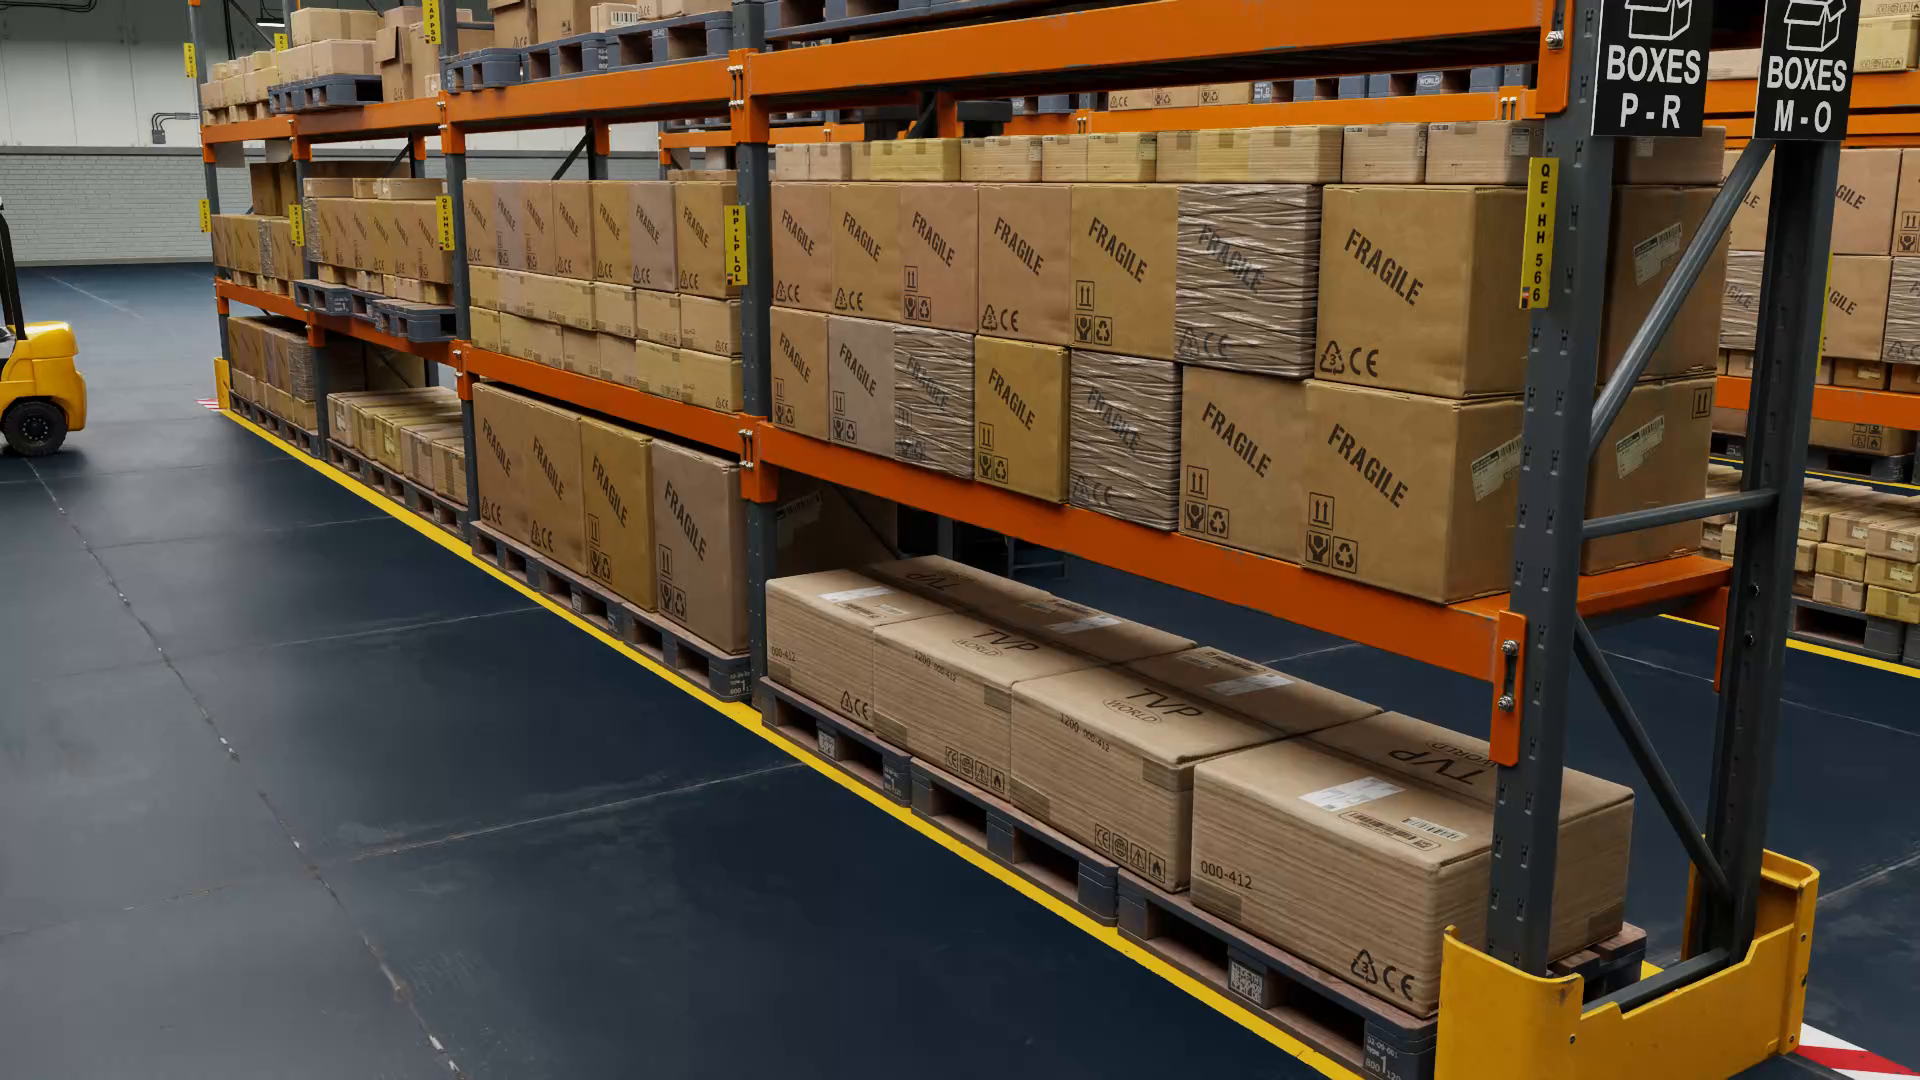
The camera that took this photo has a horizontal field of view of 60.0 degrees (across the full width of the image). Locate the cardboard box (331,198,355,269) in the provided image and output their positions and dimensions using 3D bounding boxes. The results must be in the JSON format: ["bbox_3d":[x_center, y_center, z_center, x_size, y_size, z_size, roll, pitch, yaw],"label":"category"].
[{"bbox_3d":[-4.353,-2.291,12.402,0.500,0.500,0.500,-8,15,-33],"label":"cardboard box"}]

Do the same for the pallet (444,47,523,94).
[{"bbox_3d":[-2.298,-2.741,9.794,1.213,0.211,1.003,-7,14,-30],"label":"pallet"}]

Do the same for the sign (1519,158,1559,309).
[{"bbox_3d":[1.274,-0.673,3.652,0.100,0.325,0.005,-8,15,-33],"label":"sign"}]

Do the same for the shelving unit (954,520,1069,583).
[{"bbox_3d":[0.304,-0.557,9.898,0.431,1.500,0.755,-6,14,-24],"label":"shelving unit"}]

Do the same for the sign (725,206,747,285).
[{"bbox_3d":[-0.929,-1.226,6.920,0.100,0.325,0.005,-8,15,-33],"label":"sign"}]

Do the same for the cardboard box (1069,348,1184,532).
[{"bbox_3d":[0.688,-0.338,5.151,0.500,0.500,0.500,-8,14,-31],"label":"cardboard box"}]

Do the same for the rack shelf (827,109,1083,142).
[{"bbox_3d":[0.258,-3.549,14.734,1.077,0.370,4.000,-8,15,-33],"label":"rack shelf"}]

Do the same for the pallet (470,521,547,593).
[{"bbox_3d":[-2.324,0.035,10.205,1.003,0.211,1.213,-8,15,-33],"label":"pallet"}]

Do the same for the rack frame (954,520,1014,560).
[{"bbox_3d":[0.152,-0.628,10.223,0.400,1.500,0.023,-6,14,-24],"label":"rack frame"}]

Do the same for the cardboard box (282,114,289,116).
[{"bbox_3d":[-5.344,-3.550,13.640,0.380,0.149,0.250,-8,15,-32],"label":"cardboard box"}]

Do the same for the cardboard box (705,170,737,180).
[{"bbox_3d":[-2.314,-3.830,18.477,0.875,0.550,0.550,-8,15,-33],"label":"cardboard box"}]

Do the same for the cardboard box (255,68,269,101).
[{"bbox_3d":[-5.664,-3.861,14.130,0.500,0.250,0.500,-8,15,-34],"label":"cardboard box"}]

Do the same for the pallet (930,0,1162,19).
[{"bbox_3d":[0.634,-1.823,5.363,1.003,0.211,1.213,-8,15,-33],"label":"pallet"}]

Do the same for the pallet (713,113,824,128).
[{"bbox_3d":[-1.966,-4.577,17.955,1.003,0.211,1.213,-8,15,-33],"label":"pallet"}]

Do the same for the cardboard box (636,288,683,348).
[{"bbox_3d":[-1.212,-1.073,7.928,0.500,0.250,0.500,-8,14,-31],"label":"cardboard box"}]

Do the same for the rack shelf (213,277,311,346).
[{"bbox_3d":[-6.023,-2.192,15.546,1.077,0.370,4.000,-8,15,-33],"label":"rack shelf"}]

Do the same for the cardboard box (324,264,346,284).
[{"bbox_3d":[-4.741,-2.089,12.996,0.380,0.149,0.250,-8,15,-32],"label":"cardboard box"}]

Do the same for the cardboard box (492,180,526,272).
[{"bbox_3d":[-2.346,-1.809,9.540,0.500,0.500,0.500,-8,15,-33],"label":"cardboard box"}]

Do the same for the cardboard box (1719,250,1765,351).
[{"bbox_3d":[4.176,-1.264,8.689,0.500,0.500,0.500,-8,15,-34],"label":"cardboard box"}]

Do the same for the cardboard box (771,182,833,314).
[{"bbox_3d":[-0.420,-1.188,6.701,0.500,0.500,0.500,-8,15,-32],"label":"cardboard box"}]

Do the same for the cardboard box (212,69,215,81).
[{"bbox_3d":[-7.104,-4.544,16.317,0.380,0.149,0.250,-8,15,-33],"label":"cardboard box"}]

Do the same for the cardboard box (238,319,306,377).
[{"bbox_3d":[-6.607,-1.854,16.017,0.500,0.500,0.500,-9,15,-35],"label":"cardboard box"}]

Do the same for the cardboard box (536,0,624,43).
[{"bbox_3d":[-1.992,-3.042,9.511,0.700,0.500,0.500,-9,15,-36],"label":"cardboard box"}]

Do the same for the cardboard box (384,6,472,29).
[{"bbox_3d":[-3.904,-3.762,12.219,0.500,0.250,0.500,-8,15,-32],"label":"cardboard box"}]

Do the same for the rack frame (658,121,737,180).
[{"bbox_3d":[-3.066,-3.503,19.857,1.000,3.000,0.127,-8,15,-33],"label":"rack frame"}]

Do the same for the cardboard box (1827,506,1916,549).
[{"bbox_3d":[4.614,-0.061,8.419,0.380,0.149,0.250,-9,15,-35],"label":"cardboard box"}]

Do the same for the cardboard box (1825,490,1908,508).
[{"bbox_3d":[4.827,-0.159,8.863,0.380,0.149,0.250,-8,15,-33],"label":"cardboard box"}]

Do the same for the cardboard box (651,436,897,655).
[{"bbox_3d":[-0.892,-0.032,7.979,0.875,0.875,0.875,-8,14,-31],"label":"cardboard box"}]

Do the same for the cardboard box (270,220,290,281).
[{"bbox_3d":[-5.659,-2.522,14.442,0.500,0.500,0.500,-8,14,-31],"label":"cardboard box"}]

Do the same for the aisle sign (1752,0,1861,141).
[{"bbox_3d":[2.015,-1.345,3.904,0.394,0.787,0.004,-8,15,-33],"label":"aisle sign"}]

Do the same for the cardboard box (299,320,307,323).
[{"bbox_3d":[-6.178,-1.923,16.331,0.500,0.500,0.500,-7,14,-31],"label":"cardboard box"}]

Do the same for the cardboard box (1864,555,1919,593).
[{"bbox_3d":[4.682,0.142,8.183,0.380,0.149,0.250,-8,15,-32],"label":"cardboard box"}]

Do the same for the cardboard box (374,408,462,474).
[{"bbox_3d":[-3.834,-0.765,12.506,0.950,0.372,0.625,-8,14,-31],"label":"cardboard box"}]

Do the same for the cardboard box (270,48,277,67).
[{"bbox_3d":[-5.480,-3.987,13.773,0.380,0.149,0.250,-9,15,-34],"label":"cardboard box"}]

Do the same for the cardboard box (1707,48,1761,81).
[{"bbox_3d":[4.177,-2.464,8.437,0.500,0.250,0.500,-7,14,-30],"label":"cardboard box"}]

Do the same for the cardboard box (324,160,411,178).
[{"bbox_3d":[-4.978,-2.974,14.168,0.700,0.500,0.500,-8,15,-33],"label":"cardboard box"}]

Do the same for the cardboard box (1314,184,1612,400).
[{"bbox_3d":[1.269,-0.648,4.229,0.500,0.500,0.500,-8,14,-31],"label":"cardboard box"}]

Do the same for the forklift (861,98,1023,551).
[{"bbox_3d":[-0.385,-1.636,11.481,1.130,2.935,3.031,-6,14,-24],"label":"forklift"}]

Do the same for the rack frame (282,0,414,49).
[{"bbox_3d":[-4.915,-5.118,13.202,1.000,3.000,0.127,-8,15,-33],"label":"rack frame"}]

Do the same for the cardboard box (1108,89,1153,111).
[{"bbox_3d":[1.461,-3.461,12.411,0.500,0.500,0.500,-8,15,-33],"label":"cardboard box"}]

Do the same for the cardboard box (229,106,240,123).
[{"bbox_3d":[-6.498,-3.915,15.308,0.380,0.149,0.250,-8,15,-32],"label":"cardboard box"}]

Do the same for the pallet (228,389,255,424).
[{"bbox_3d":[-6.668,-1.374,16.652,1.003,0.211,1.213,-8,15,-33],"label":"pallet"}]

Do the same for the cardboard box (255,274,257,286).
[{"bbox_3d":[-6.414,-2.459,15.671,0.380,0.149,0.250,-8,14,-31],"label":"cardboard box"}]

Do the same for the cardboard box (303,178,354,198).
[{"bbox_3d":[-4.948,-2.778,13.112,0.380,0.149,0.250,-8,15,-33],"label":"cardboard box"}]

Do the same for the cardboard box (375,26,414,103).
[{"bbox_3d":[-3.567,-3.260,11.483,0.797,0.503,0.637,-8,15,-33],"label":"cardboard box"}]

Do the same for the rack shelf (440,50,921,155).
[{"bbox_3d":[-1.590,-2.234,8.719,1.077,0.370,4.000,-8,15,-33],"label":"rack shelf"}]

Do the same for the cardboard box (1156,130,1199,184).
[{"bbox_3d":[0.803,-1.130,4.916,0.380,0.149,0.250,-8,15,-33],"label":"cardboard box"}]

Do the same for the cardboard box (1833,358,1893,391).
[{"bbox_3d":[4.582,-0.844,8.286,0.380,0.149,0.250,-8,15,-32],"label":"cardboard box"}]

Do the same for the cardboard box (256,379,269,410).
[{"bbox_3d":[-6.325,-1.397,15.683,0.500,0.250,0.500,-7,14,-29],"label":"cardboard box"}]

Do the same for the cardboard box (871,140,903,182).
[{"bbox_3d":[-0.105,-1.396,6.132,0.380,0.149,0.250,-8,15,-33],"label":"cardboard box"}]

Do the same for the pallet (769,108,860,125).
[{"bbox_3d":[-1.294,-4.360,16.964,1.003,0.211,1.213,-8,15,-33],"label":"pallet"}]

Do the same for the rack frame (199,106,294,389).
[{"bbox_3d":[-7.131,-2.899,17.096,1.000,3.000,0.127,-8,15,-33],"label":"rack frame"}]

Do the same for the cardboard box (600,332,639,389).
[{"bbox_3d":[-1.486,-0.924,8.416,0.500,0.250,0.500,-9,15,-34],"label":"cardboard box"}]

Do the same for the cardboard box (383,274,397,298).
[{"bbox_3d":[-3.759,-1.760,11.496,0.380,0.149,0.250,-8,15,-32],"label":"cardboard box"}]
